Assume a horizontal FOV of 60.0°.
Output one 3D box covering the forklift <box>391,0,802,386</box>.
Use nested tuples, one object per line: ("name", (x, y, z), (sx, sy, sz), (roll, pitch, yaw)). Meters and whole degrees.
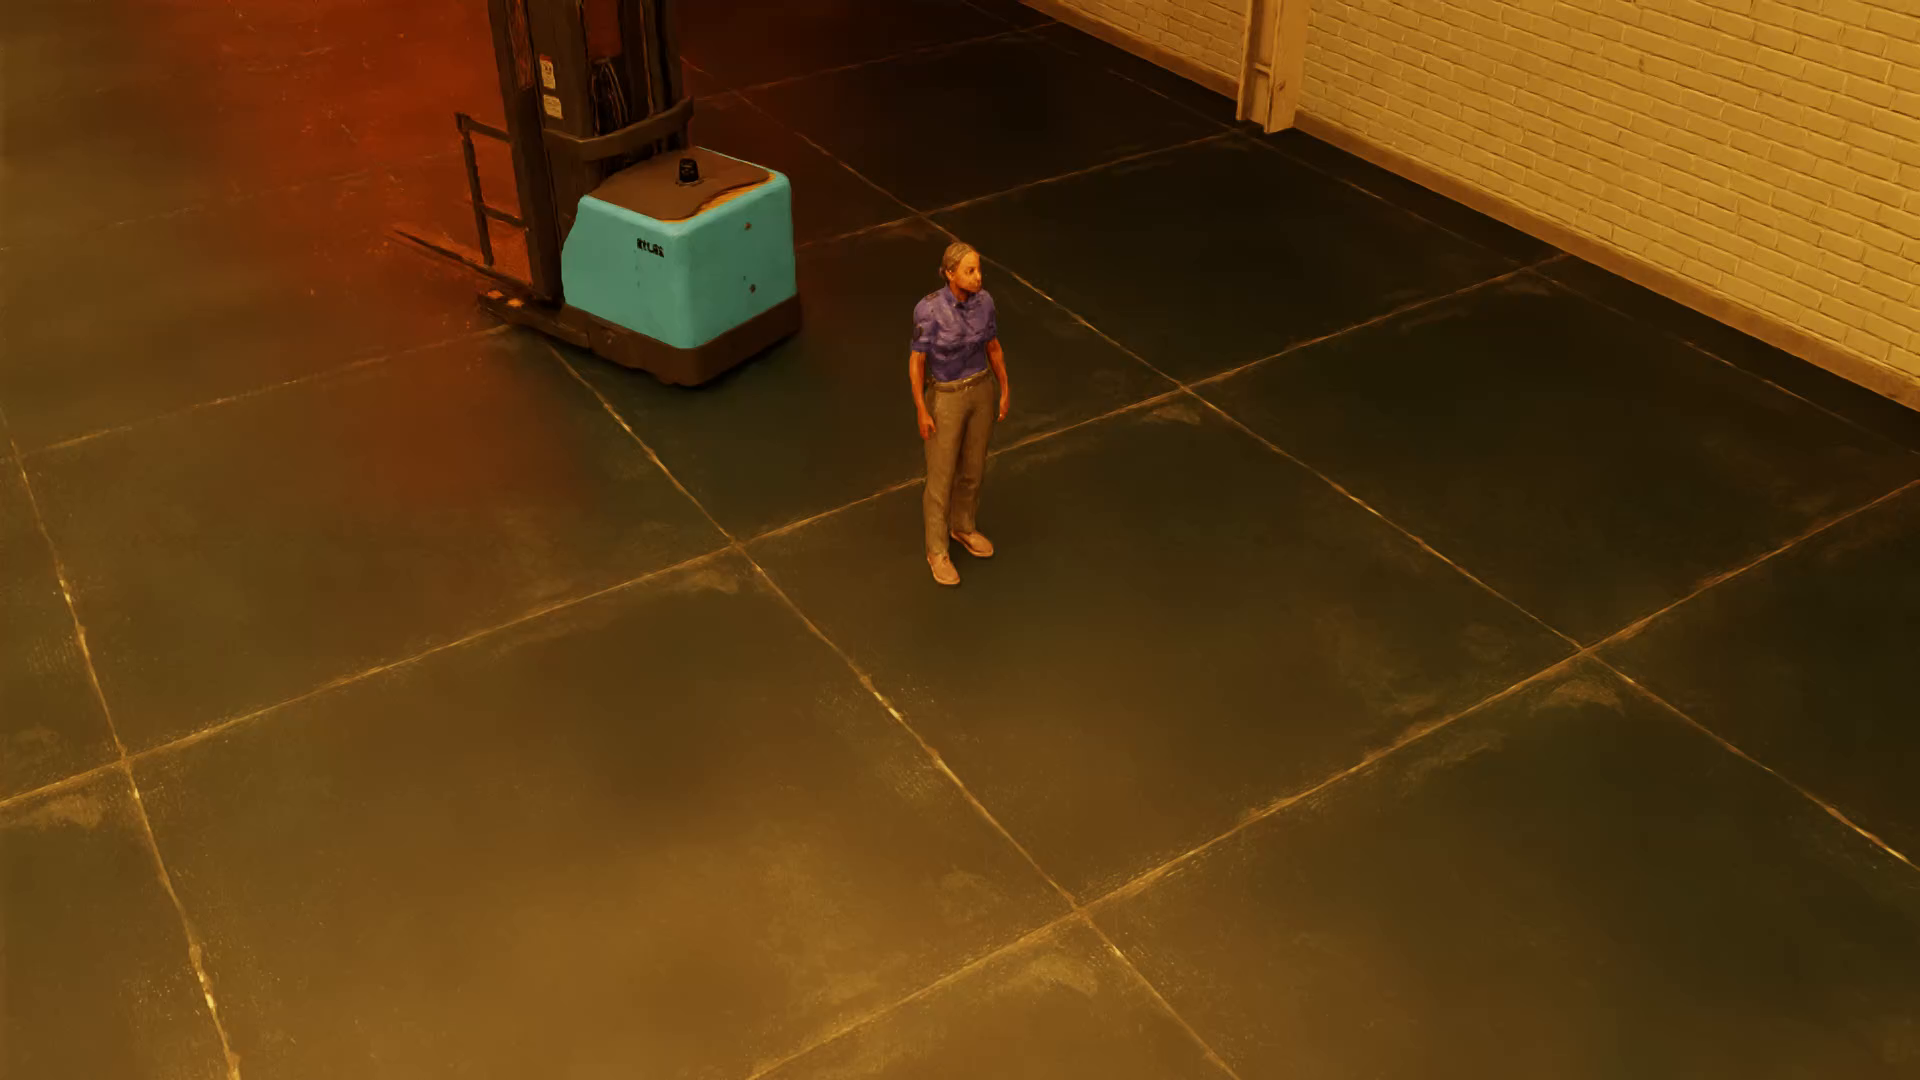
("forklift", (-2.483, -2.794, 10.125), (3.031, 2.935, 1.130), (23, 41, 29))

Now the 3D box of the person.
("person", (0.032, -0.629, 8.152), (0.570, 1.641, 0.503), (-21, 40, -27))
